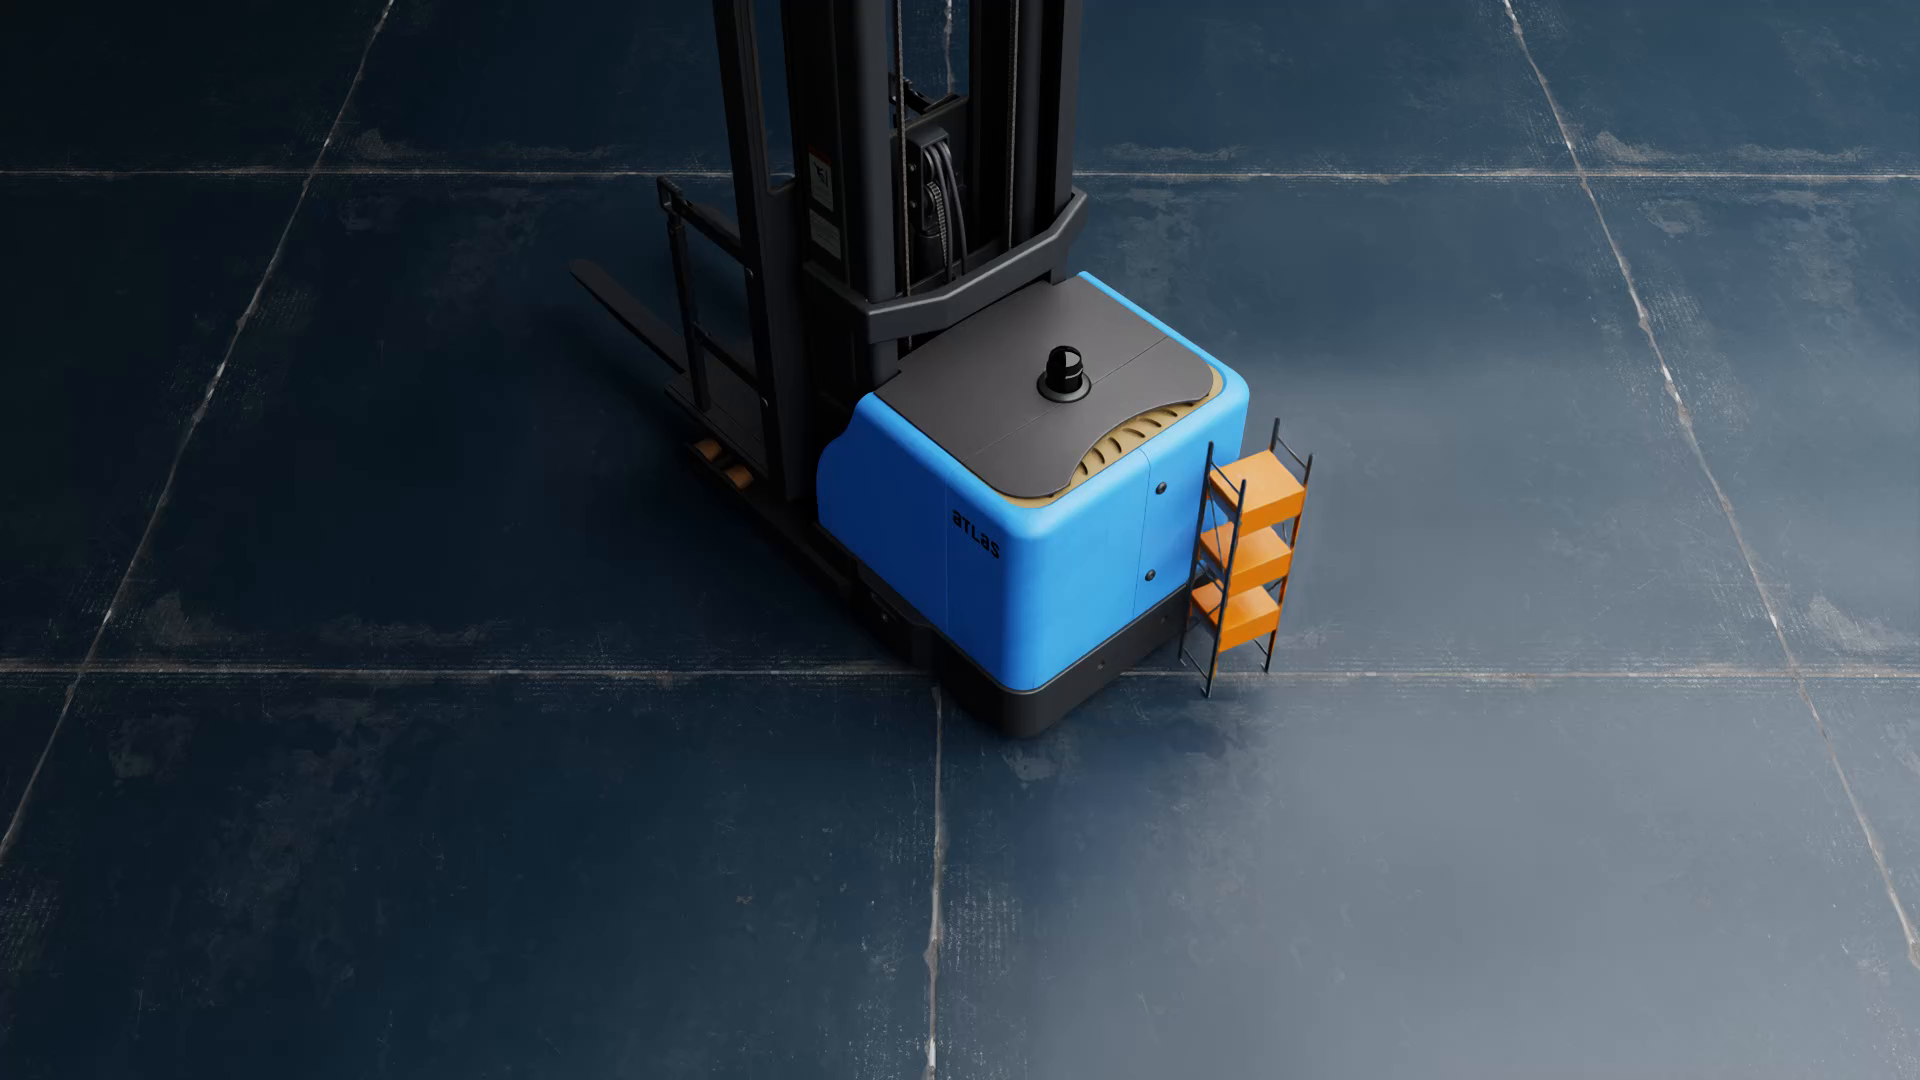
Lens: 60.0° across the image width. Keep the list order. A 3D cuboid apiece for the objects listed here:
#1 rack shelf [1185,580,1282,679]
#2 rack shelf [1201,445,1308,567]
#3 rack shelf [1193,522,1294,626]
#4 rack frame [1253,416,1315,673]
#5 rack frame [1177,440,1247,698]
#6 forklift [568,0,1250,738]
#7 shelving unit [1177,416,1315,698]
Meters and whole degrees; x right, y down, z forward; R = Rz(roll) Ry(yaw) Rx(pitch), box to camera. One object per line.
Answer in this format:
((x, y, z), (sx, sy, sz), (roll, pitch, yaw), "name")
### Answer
((0.923, 0.277, 5.668), (0.240, 0.259, 0.215), (-20, 50, -18), "rack shelf")
((0.922, -0.108, 5.259), (0.240, 0.259, 0.215), (-20, 50, -18), "rack shelf")
((0.922, 0.087, 5.465), (0.240, 0.259, 0.215), (-20, 50, -18), "rack shelf")
((1.031, 0.039, 5.495), (0.008, 1.050, 0.200), (-20, 50, -18), "rack frame")
((0.813, 0.120, 5.420), (0.008, 1.050, 0.200), (-20, 50, -18), "rack frame")
((-0.413, -1.343, 5.498), (1.130, 2.935, 3.031), (-33, 55, -27), "forklift")
((0.922, 0.080, 5.458), (0.252, 1.050, 0.215), (-20, 50, -18), "shelving unit")
